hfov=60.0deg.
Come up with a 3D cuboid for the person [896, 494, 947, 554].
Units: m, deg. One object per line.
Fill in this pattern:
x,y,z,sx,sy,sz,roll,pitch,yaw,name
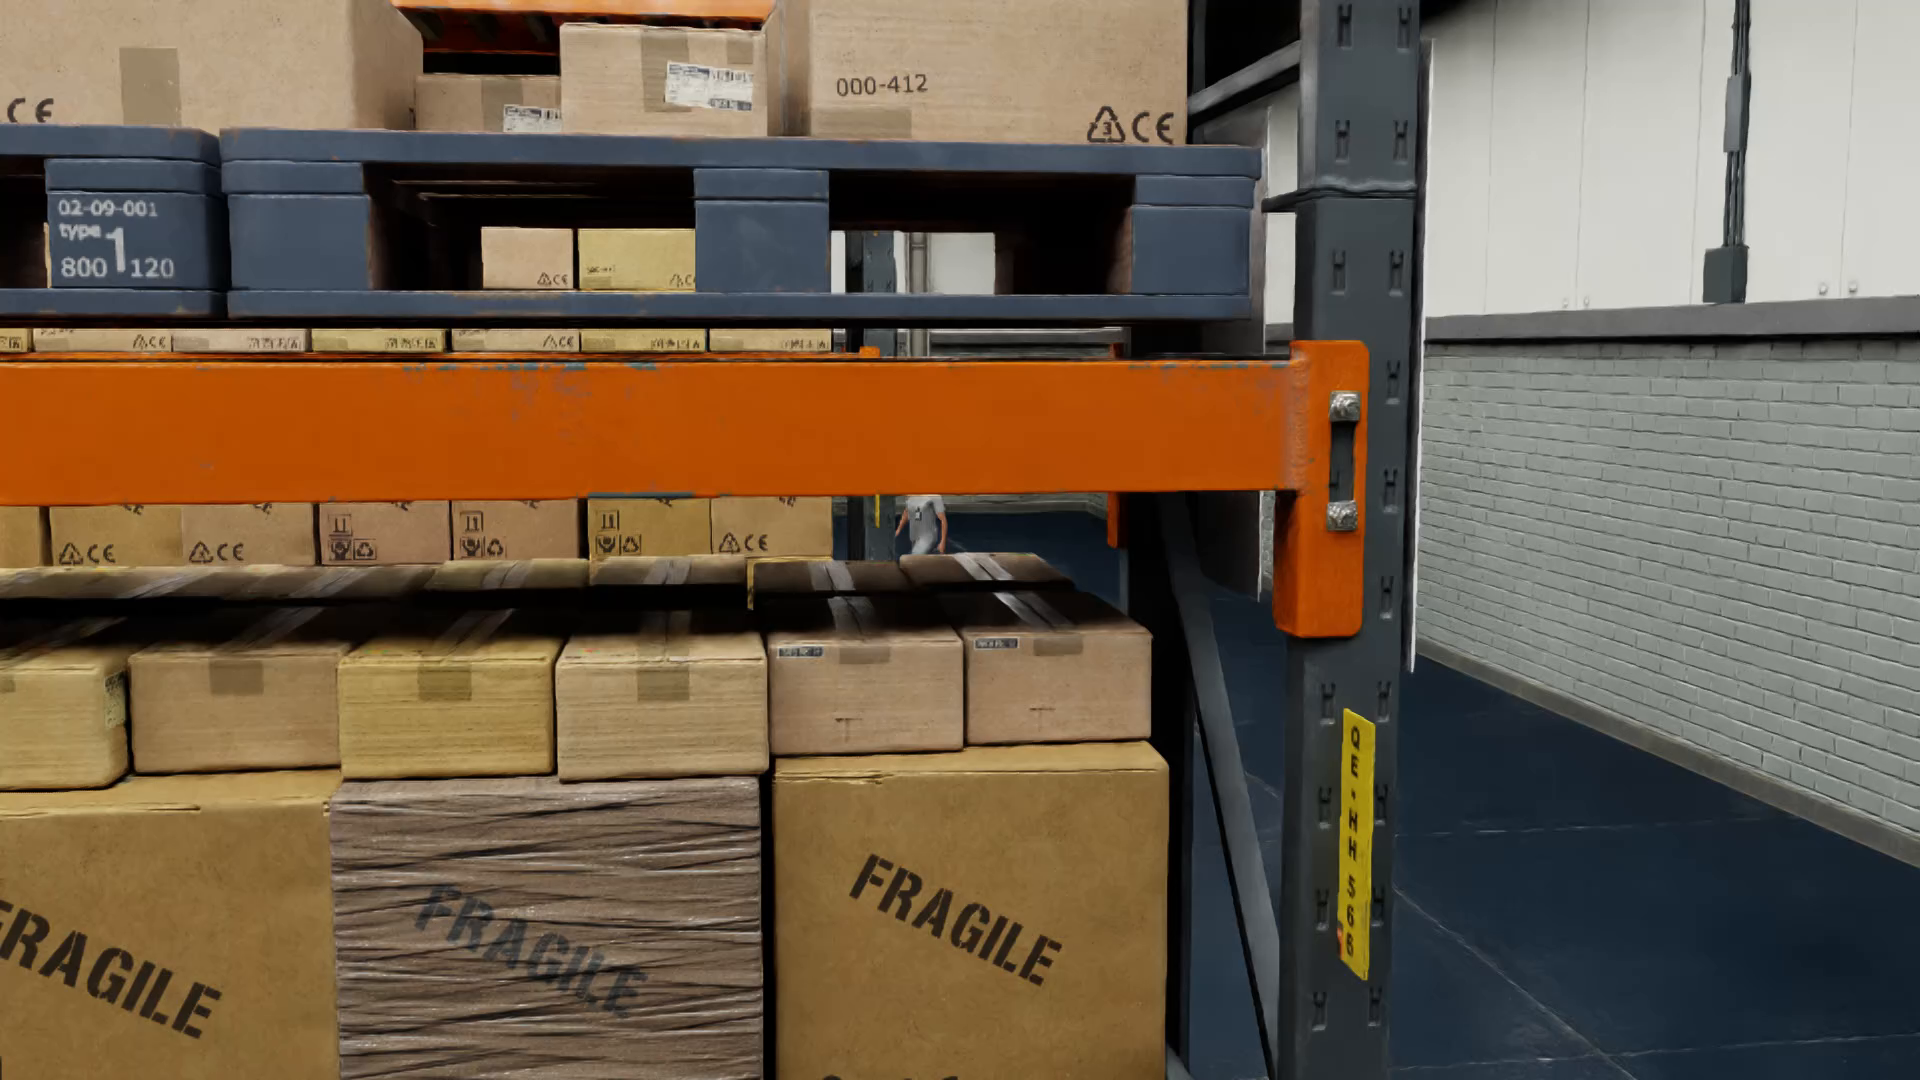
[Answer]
-0.454,0.000,17.476,0.966,1.621,0.564,-5,8,-36,person
